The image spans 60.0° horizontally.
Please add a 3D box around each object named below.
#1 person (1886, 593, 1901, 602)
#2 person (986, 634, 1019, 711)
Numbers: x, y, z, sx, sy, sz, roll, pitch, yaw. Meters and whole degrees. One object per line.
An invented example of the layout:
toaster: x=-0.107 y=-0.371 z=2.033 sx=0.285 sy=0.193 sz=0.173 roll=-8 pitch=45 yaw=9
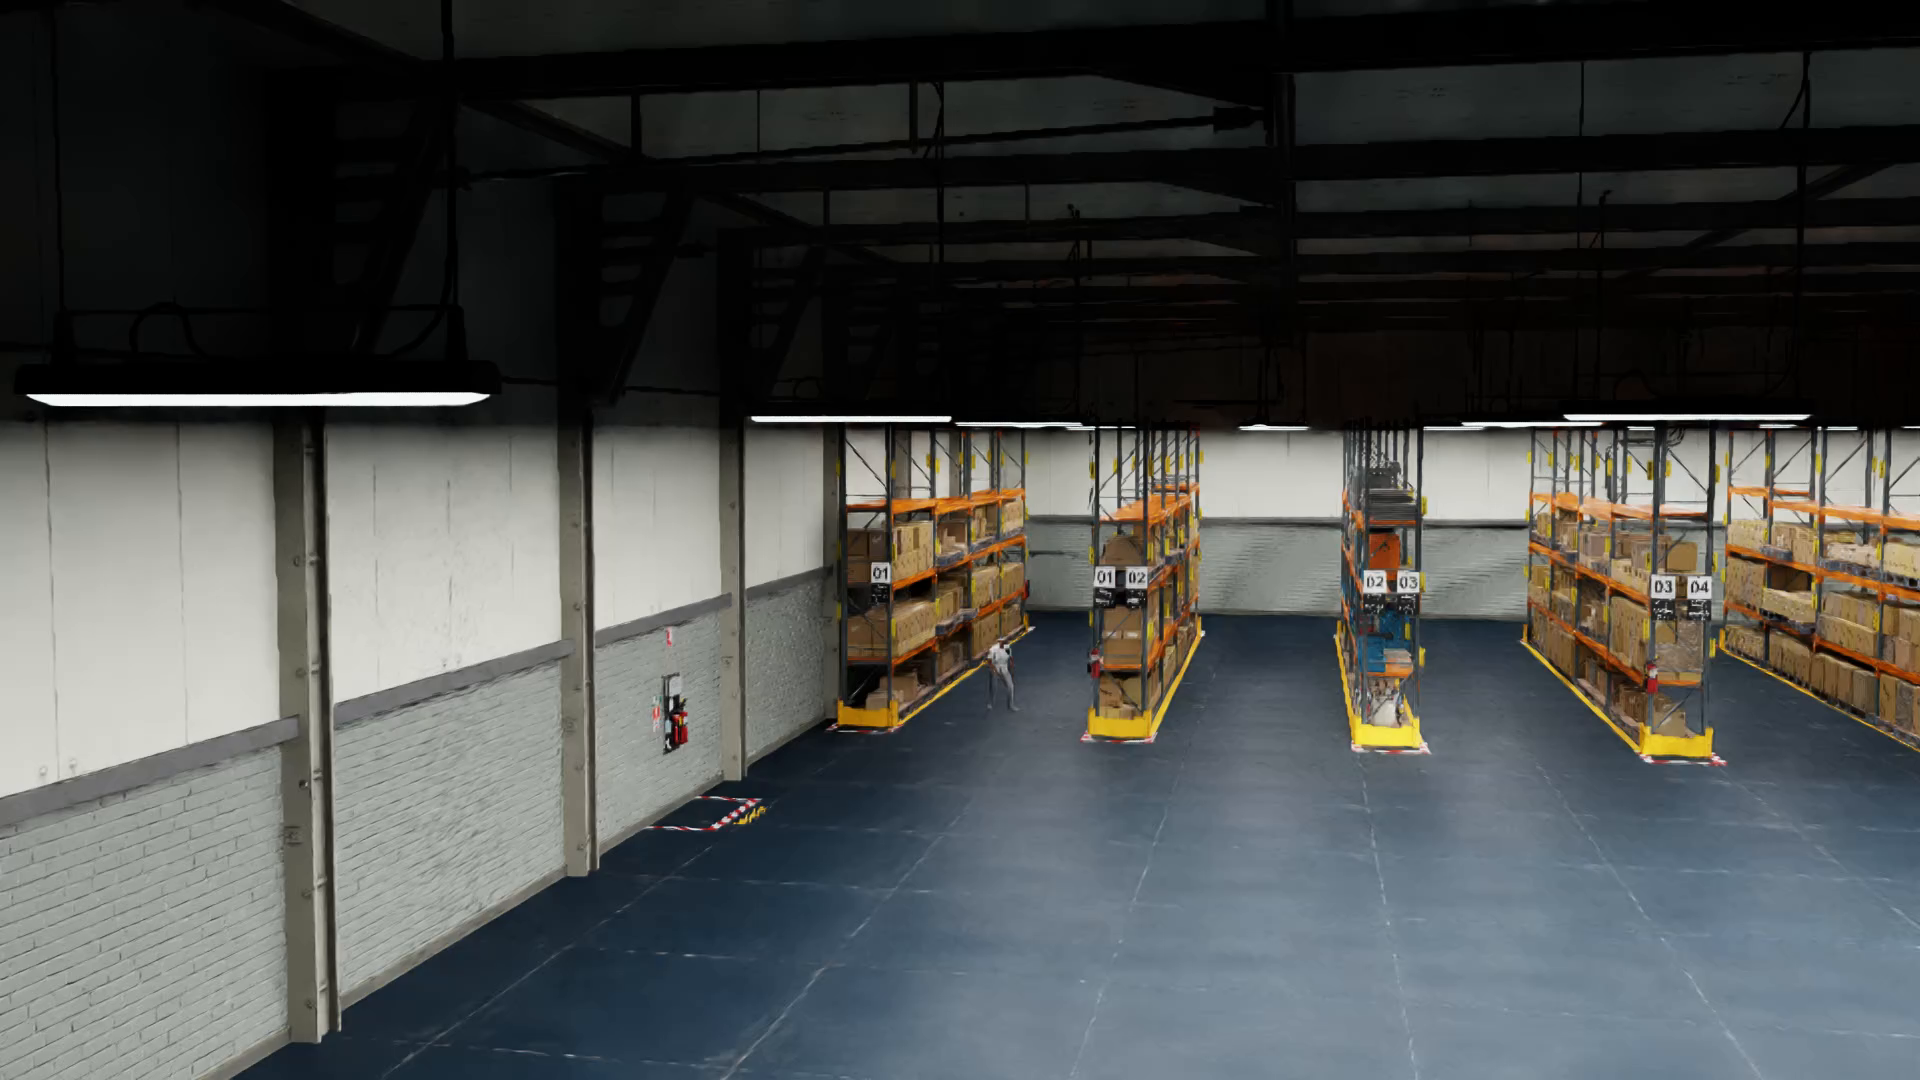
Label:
person: x=25.848 y=1.908 z=46.139 sx=0.475 sy=1.637 sz=0.608 roll=-1 pitch=4 yaw=-21
person: x=0.851 y=2.693 z=34.179 sx=0.617 sy=1.608 sz=0.815 roll=0 pitch=4 yaw=-7
